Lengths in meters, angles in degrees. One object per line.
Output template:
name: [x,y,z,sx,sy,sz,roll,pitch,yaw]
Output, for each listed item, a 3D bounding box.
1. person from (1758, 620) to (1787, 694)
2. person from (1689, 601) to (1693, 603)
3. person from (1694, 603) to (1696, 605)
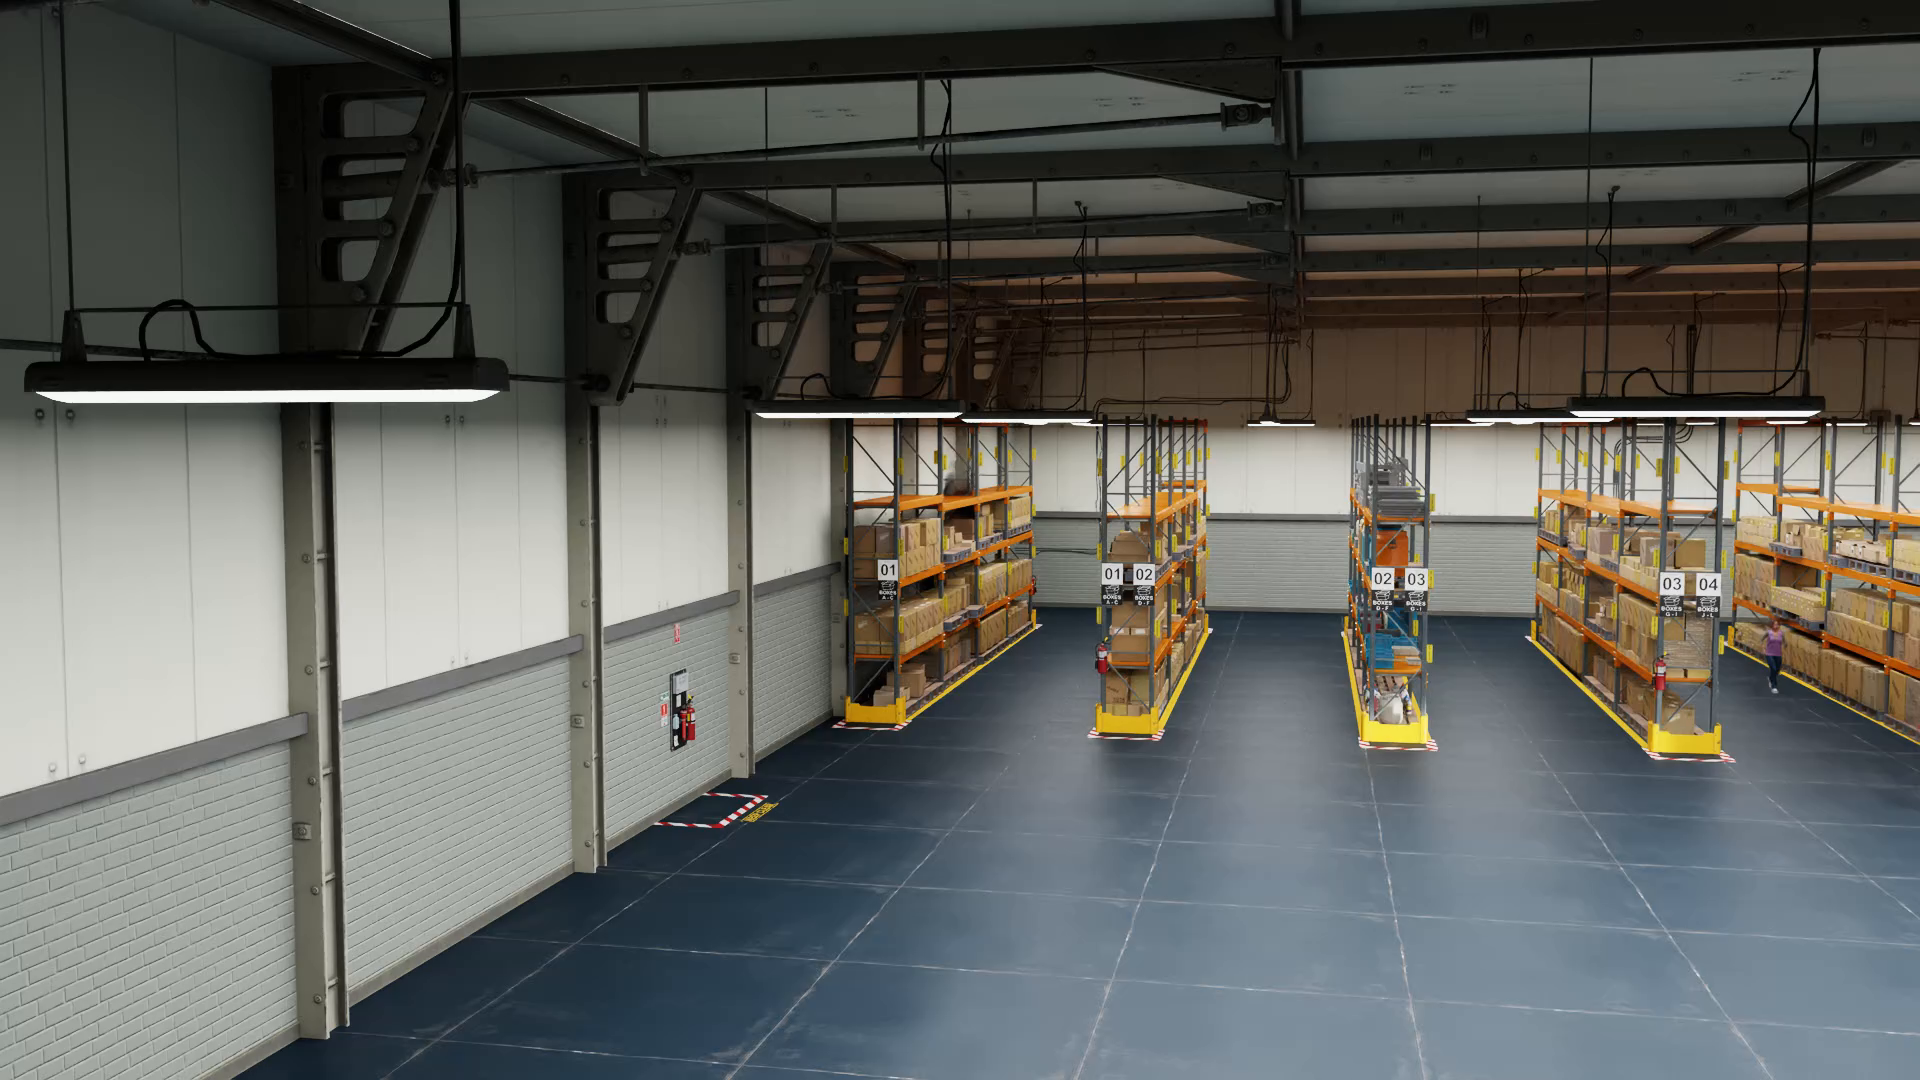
person: [17.691,2.521,36.189,0.558,1.580,0.750,1,4,8]
person: [19.162,1.958,44.359,0.581,1.607,0.677,-2,5,-32]
person: [18.823,2.133,42.278,0.630,1.645,0.886,0,4,3]
